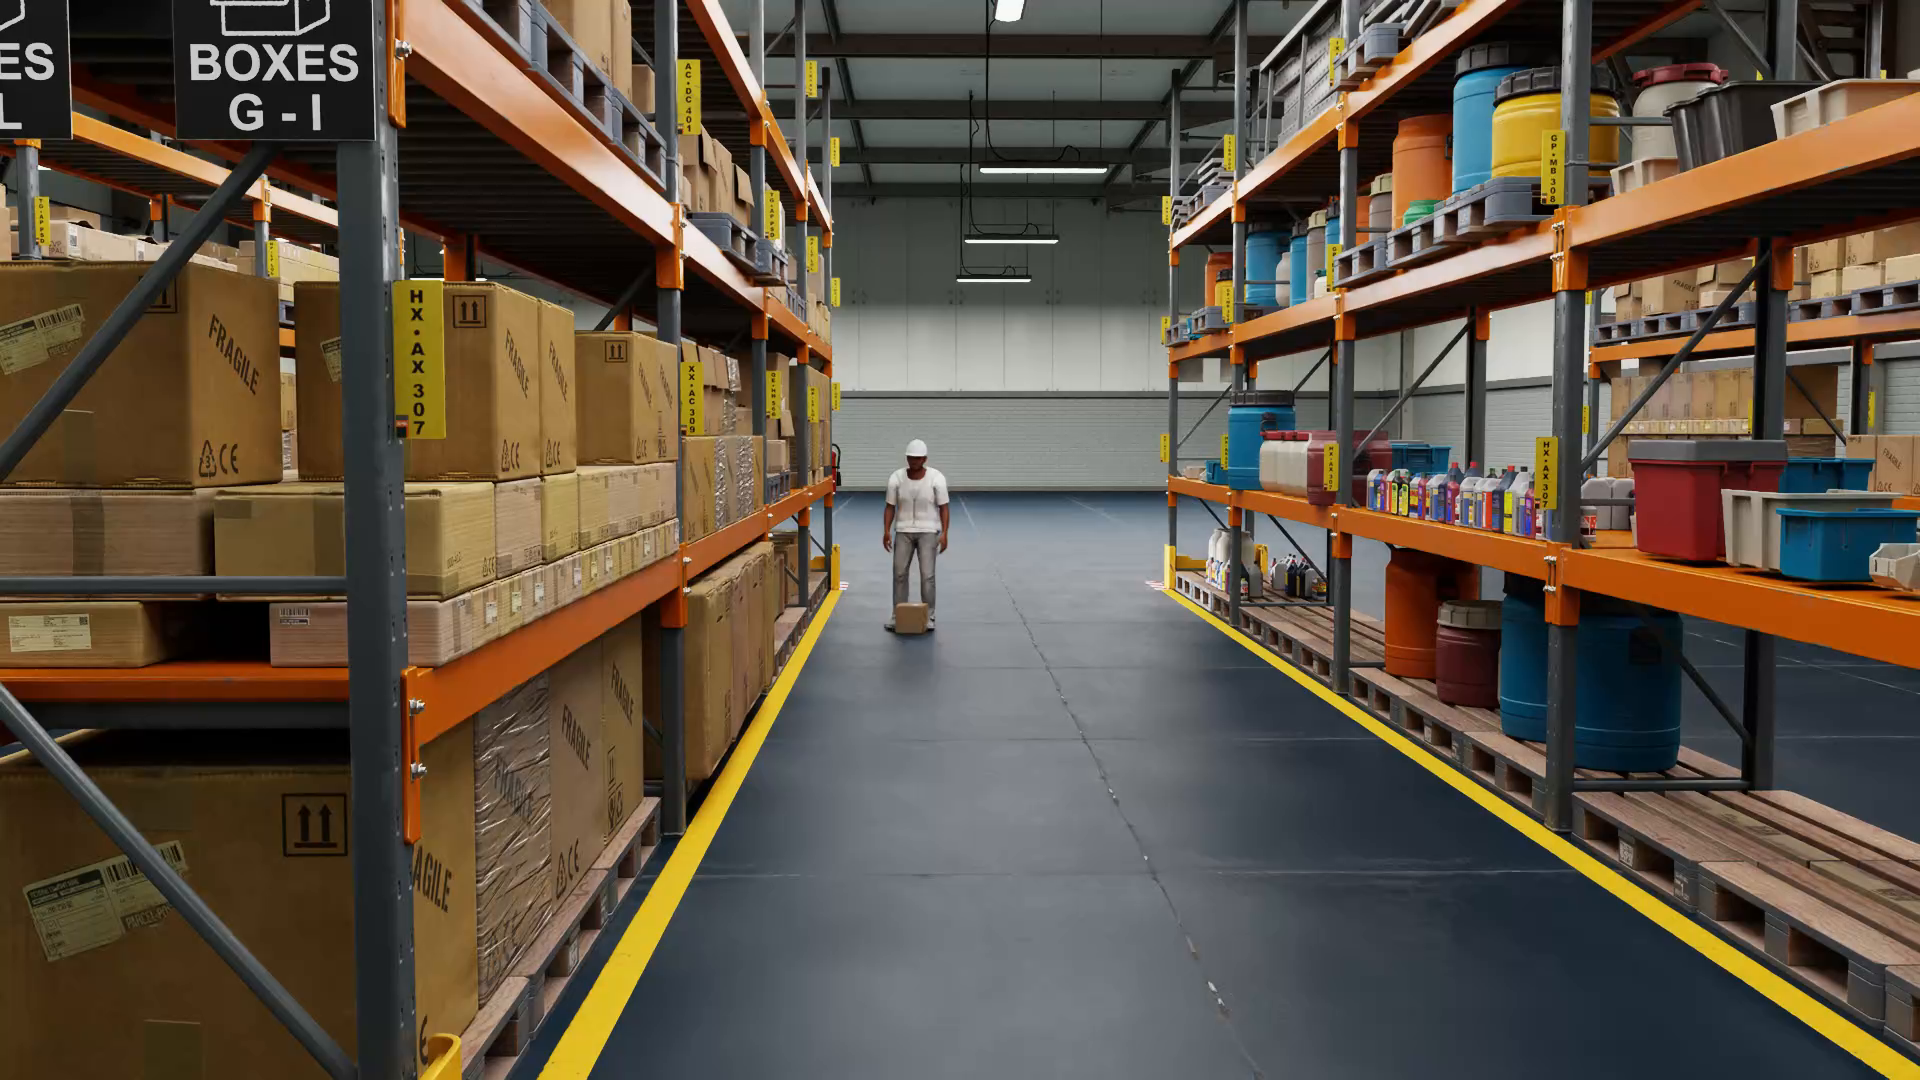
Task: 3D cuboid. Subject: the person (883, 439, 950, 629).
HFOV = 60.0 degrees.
[{"bbox_3d":[-0.408,-0.051,15.395,0.616,1.760,0.458,1,4,10],"label":"person"}]
